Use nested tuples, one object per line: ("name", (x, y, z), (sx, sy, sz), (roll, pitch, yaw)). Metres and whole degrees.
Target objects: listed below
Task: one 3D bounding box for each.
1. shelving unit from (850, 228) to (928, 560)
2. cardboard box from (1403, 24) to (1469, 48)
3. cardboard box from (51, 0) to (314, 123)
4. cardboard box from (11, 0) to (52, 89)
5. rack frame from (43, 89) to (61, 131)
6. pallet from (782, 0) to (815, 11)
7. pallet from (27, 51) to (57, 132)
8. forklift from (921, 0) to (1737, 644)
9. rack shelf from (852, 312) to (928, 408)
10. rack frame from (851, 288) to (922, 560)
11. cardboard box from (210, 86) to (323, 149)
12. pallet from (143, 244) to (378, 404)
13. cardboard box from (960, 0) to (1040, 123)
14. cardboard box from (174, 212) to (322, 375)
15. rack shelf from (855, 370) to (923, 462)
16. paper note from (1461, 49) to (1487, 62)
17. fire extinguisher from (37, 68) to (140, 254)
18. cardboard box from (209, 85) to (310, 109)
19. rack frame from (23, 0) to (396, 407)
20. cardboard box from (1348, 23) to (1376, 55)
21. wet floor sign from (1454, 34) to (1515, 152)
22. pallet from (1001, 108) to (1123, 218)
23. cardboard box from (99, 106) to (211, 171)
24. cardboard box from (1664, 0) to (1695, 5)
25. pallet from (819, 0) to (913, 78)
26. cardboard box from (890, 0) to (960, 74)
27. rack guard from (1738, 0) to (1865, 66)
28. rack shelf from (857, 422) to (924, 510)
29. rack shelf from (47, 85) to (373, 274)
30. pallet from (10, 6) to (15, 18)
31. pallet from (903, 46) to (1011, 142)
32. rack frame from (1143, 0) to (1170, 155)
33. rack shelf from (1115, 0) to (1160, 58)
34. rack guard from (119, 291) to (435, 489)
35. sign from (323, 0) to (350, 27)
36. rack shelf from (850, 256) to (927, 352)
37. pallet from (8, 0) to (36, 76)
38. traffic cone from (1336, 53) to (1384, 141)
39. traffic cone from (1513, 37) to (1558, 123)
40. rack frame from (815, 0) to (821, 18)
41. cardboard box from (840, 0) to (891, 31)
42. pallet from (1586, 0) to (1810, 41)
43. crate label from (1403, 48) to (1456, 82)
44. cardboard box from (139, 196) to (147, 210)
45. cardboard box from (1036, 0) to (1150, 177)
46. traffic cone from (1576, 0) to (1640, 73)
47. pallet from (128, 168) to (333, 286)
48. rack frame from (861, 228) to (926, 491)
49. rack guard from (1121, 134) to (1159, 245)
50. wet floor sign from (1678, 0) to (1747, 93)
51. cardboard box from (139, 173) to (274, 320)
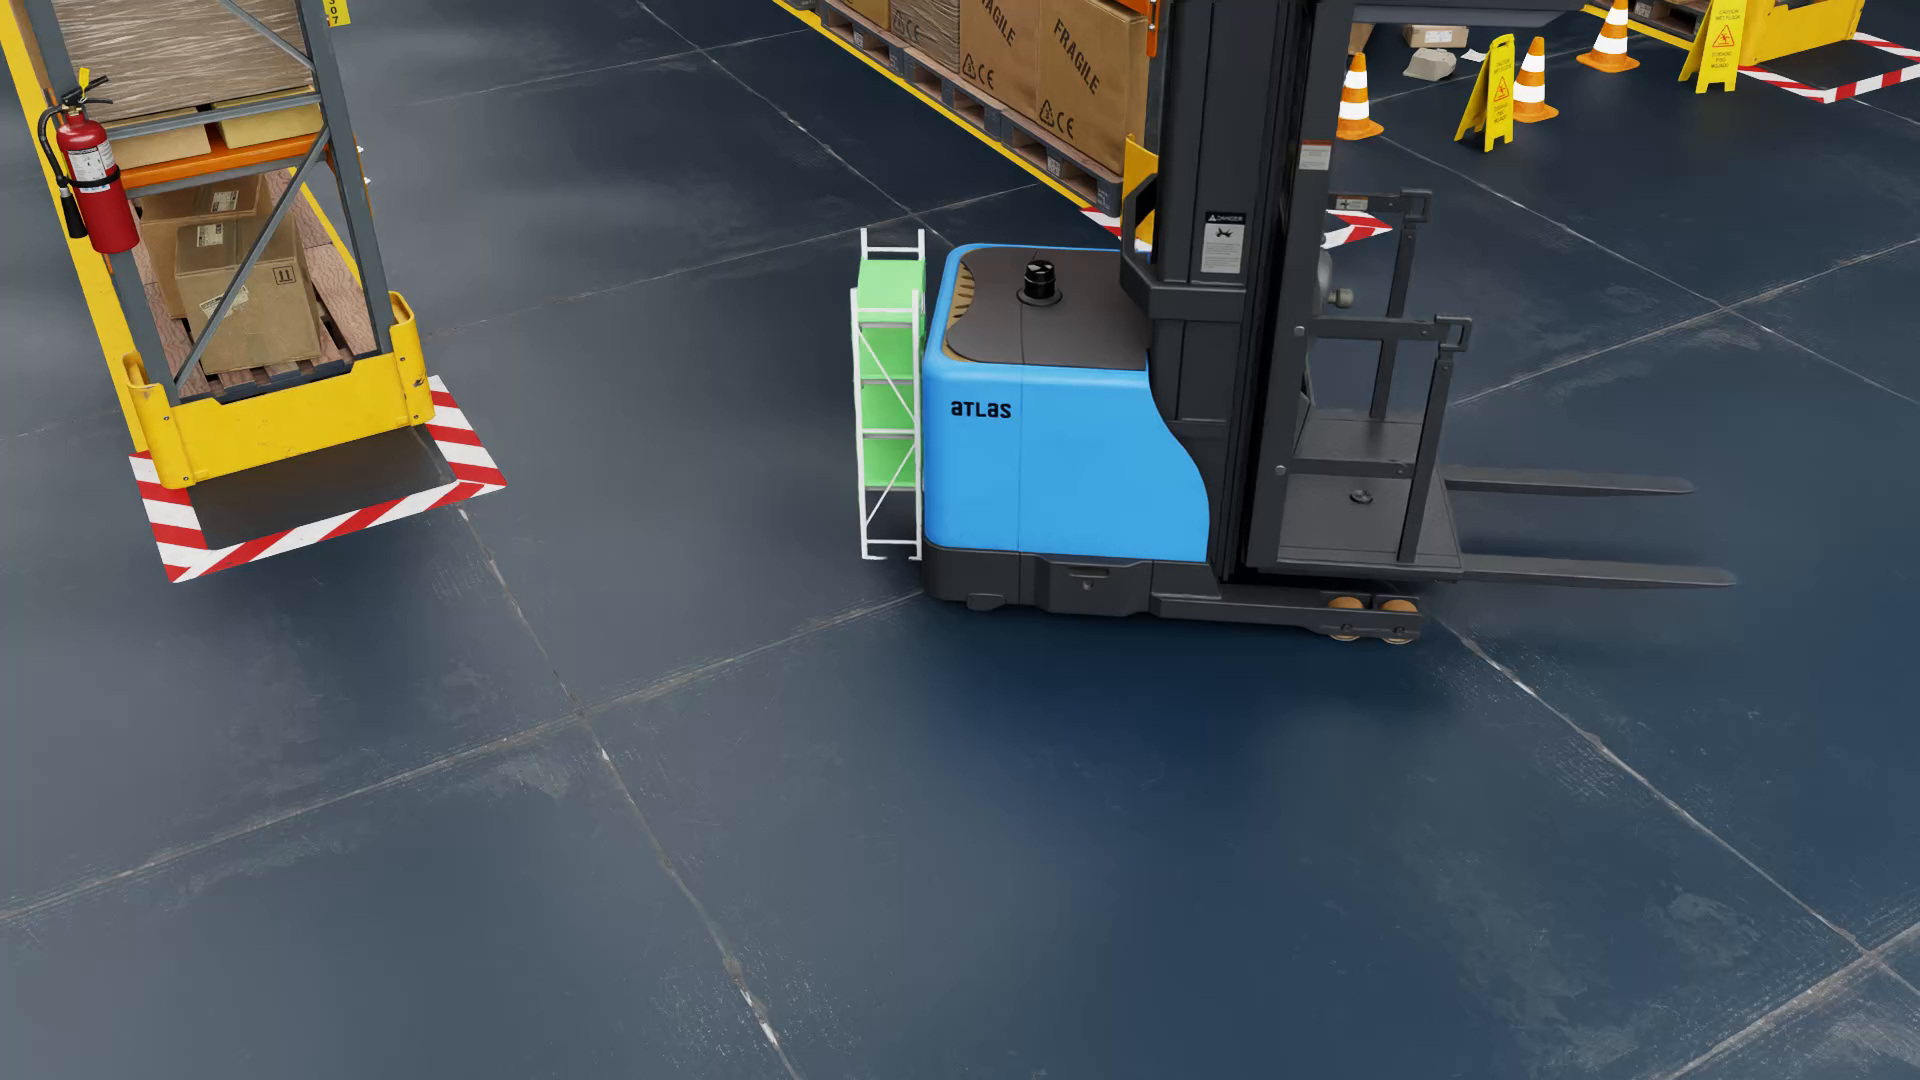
("shelving unit", (-0.264, -0.554, 6.491), (0.258, 1.200, 0.503), (1, 36, 1))
("cardboard box", (3.260, -3.488, 11.400), (0.380, 0.149, 0.250), (0, 36, 0))
("cardboard box", (-3.156, -2.083, 6.721), (0.875, 0.500, 0.500), (-19, 40, -24))
("cardboard box", (-3.511, -2.302, 7.022), (0.875, 0.500, 0.500), (-19, 40, -24))
("rack frame", (-4.914, -3.673, 9.236), (1.000, 3.000, 0.127), (-19, 40, -24))
("pallet", (-1.027, -4.337, 12.509), (1.003, 0.211, 1.213), (-19, 40, -24))
("pallet", (-5.306, -2.944, 10.602), (1.003, 0.211, 1.213), (-19, 40, -24))
("forklift", (1.402, -1.125, 5.805), (3.031, 2.935, 1.130), (3, 36, 4))
("rack shelf", (-0.264, -0.696, 6.388), (0.258, 0.148, 0.480), (1, 36, 1))
("rack frame", (-0.271, -0.410, 6.294), (0.240, 1.200, 0.015), (1, 36, 1))
("cardboard box", (-2.841, -1.748, 6.813), (0.380, 0.149, 0.250), (-19, 40, -24))
("pallet", (-3.320, -0.971, 7.901), (1.003, 0.211, 1.213), (-19, 40, -24))
("cardboard box", (0.594, -3.138, 9.948), (0.875, 0.875, 0.875), (-20, 40, -25))
("cardboard box", (-3.203, -1.117, 7.500), (0.500, 0.500, 0.500), (-12, 38, -16))
("rack shelf", (-0.264, -0.503, 6.529), (0.258, 0.148, 0.480), (1, 36, 1))
("paper note", (3.469, -3.263, 11.192), (0.142, 0.019, 0.148), (26, 44, 31))
("fire extinguisher", (-3.245, -1.407, 6.199), (0.296, 0.674, 0.183), (-19, 40, -24))
("cardboard box", (-2.950, -1.881, 6.996), (0.380, 0.149, 0.250), (-19, 40, -24))
("rack frame", (-2.904, -1.634, 6.443), (1.000, 3.000, 0.127), (-19, 40, -24))
("cardboard box", (2.593, -3.708, 11.400), (0.637, 0.503, 0.797), (12, 38, 16))
("wet floor sign", (3.162, -2.673, 9.863), (0.267, 0.644, 0.232), (-26, 44, -31))
("pallet", (0.966, -2.310, 9.734), (1.003, 0.211, 1.213), (-19, 40, -24))
("cardboard box", (-3.226, -1.616, 6.633), (0.380, 0.149, 0.250), (-19, 40, -24))
("cardboard box", (5.014, -3.974, 11.623), (0.500, 0.250, 0.500), (-19, 40, -24))
("pallet", (-0.260, -3.555, 11.438), (1.003, 0.211, 1.213), (-19, 40, -24))
("cardboard box", (0.137, -3.603, 10.586), (0.875, 0.875, 0.875), (-19, 40, -24))
("rack guard", (5.626, -3.599, 11.254), (1.175, 0.500, 0.348), (-19, 40, -24))
("rack shelf", (-0.264, -0.309, 6.671), (0.258, 0.148, 0.480), (1, 36, 1))
("rack shelf", (-3.909, -2.363, 8.052), (1.077, 0.370, 4.000), (-19, 40, -24))
("pallet", (-6.532, -4.188, 12.306), (1.003, 0.211, 1.213), (-19, 40, -24))
("pallet", (0.357, -2.932, 10.585), (1.003, 0.211, 1.213), (-19, 40, -24))
("rack frame", (1.435, -3.052, 8.385), (1.000, 3.000, 0.127), (-19, 40, -24))
("rack shelf", (0.431, -3.781, 9.994), (1.077, 0.370, 4.000), (-19, 40, -24))
("rack guard", (-2.942, -0.663, 7.234), (1.175, 0.500, 0.348), (-19, 40, -24))
("sign", (-2.435, -2.144, 6.408), (0.100, 0.325, 0.005), (-19, 40, -24))
("rack shelf", (-0.264, -0.890, 6.246), (0.258, 0.148, 0.480), (1, 36, 1))
("pallet", (-5.923, -3.567, 11.455), (1.003, 0.211, 1.213), (-19, 40, -24))
("traffic cone", (2.396, -2.719, 10.080), (0.336, 0.463, 0.334), (-19, 40, -24))
("traffic cone", (3.544, -2.880, 10.301), (0.336, 0.463, 0.334), (-19, 40, -24))
("rack frame", (-0.574, -5.092, 11.178), (1.000, 3.000, 0.127), (-19, 40, -24))
("cardboard box", (-0.319, -4.062, 11.213), (0.875, 0.875, 0.875), (-18, 40, -23))
("pallet", (5.249, -3.908, 11.921), (1.003, 0.211, 1.213), (-19, 40, -24))
("crate label", (3.096, -3.131, 10.921), (0.298, 0.136, 0.250), (19, 40, 24))
("cardboard box", (-3.831, -1.737, 8.348), (0.500, 0.500, 0.500), (-15, 39, -20))
("cardboard box", (1.038, -2.690, 9.335), (0.875, 0.875, 0.875), (-19, 40, -24))
("traffic cone", (4.333, -3.383, 10.989), (0.336, 0.463, 0.334), (-19, 40, -24))
("pallet", (-3.929, -1.593, 8.751), (1.003, 0.211, 1.213), (-19, 40, -24))
("rack frame", (-0.257, -0.698, 6.688), (0.240, 1.200, 0.015), (1, 36, 1))
("rack guard", (1.448, -2.030, 9.106), (1.175, 0.500, 0.348), (-19, 40, -24))
("wet floor sign", (4.835, -3.205, 10.592), (0.267, 0.644, 0.232), (-6, 37, -8))
("cardboard box", (-3.533, -1.412, 7.903), (0.500, 0.500, 0.500), (-9, 37, -12))
